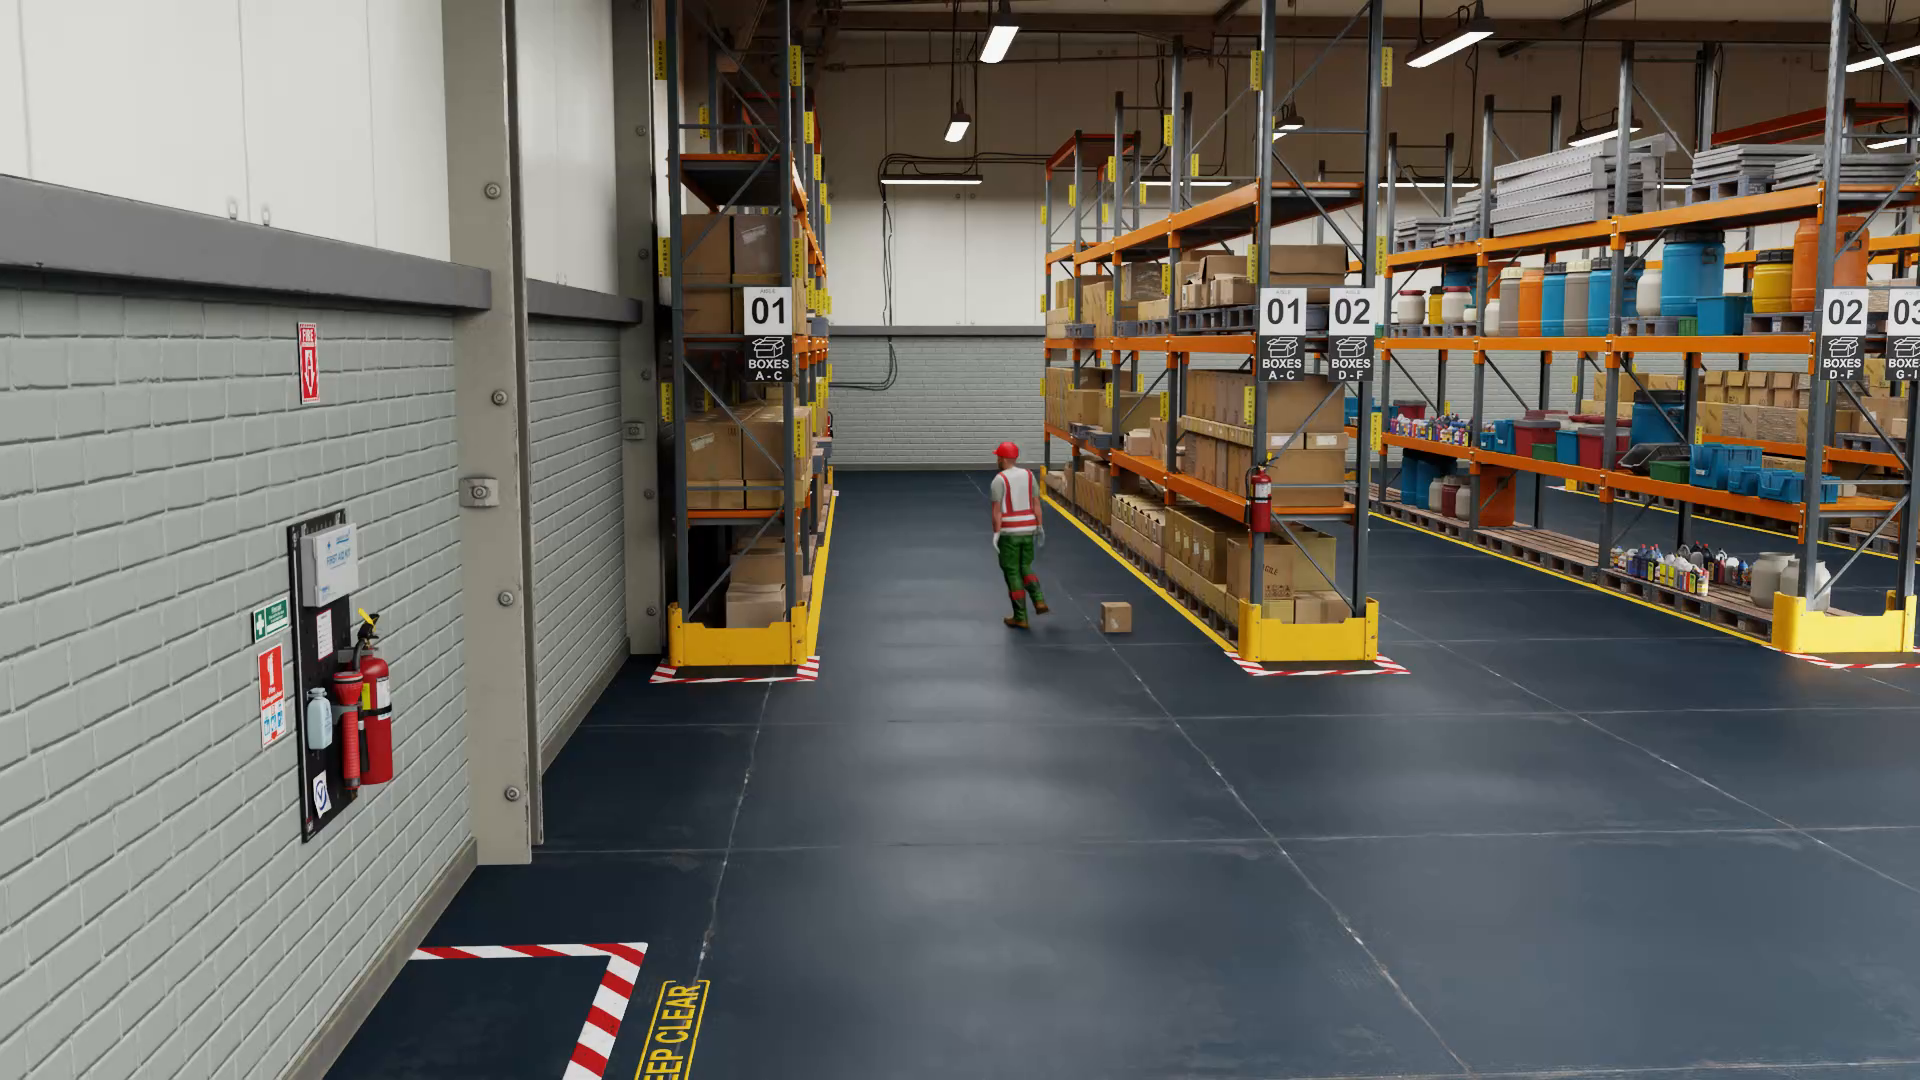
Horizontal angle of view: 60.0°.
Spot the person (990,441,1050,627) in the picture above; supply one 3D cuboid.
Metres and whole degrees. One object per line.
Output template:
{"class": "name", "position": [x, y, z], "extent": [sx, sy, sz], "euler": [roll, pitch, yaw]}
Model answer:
{"class": "person", "position": [0.563, -0.057, 16.051], "extent": [0.588, 1.779, 0.546], "euler": [-5, 8, -35]}
